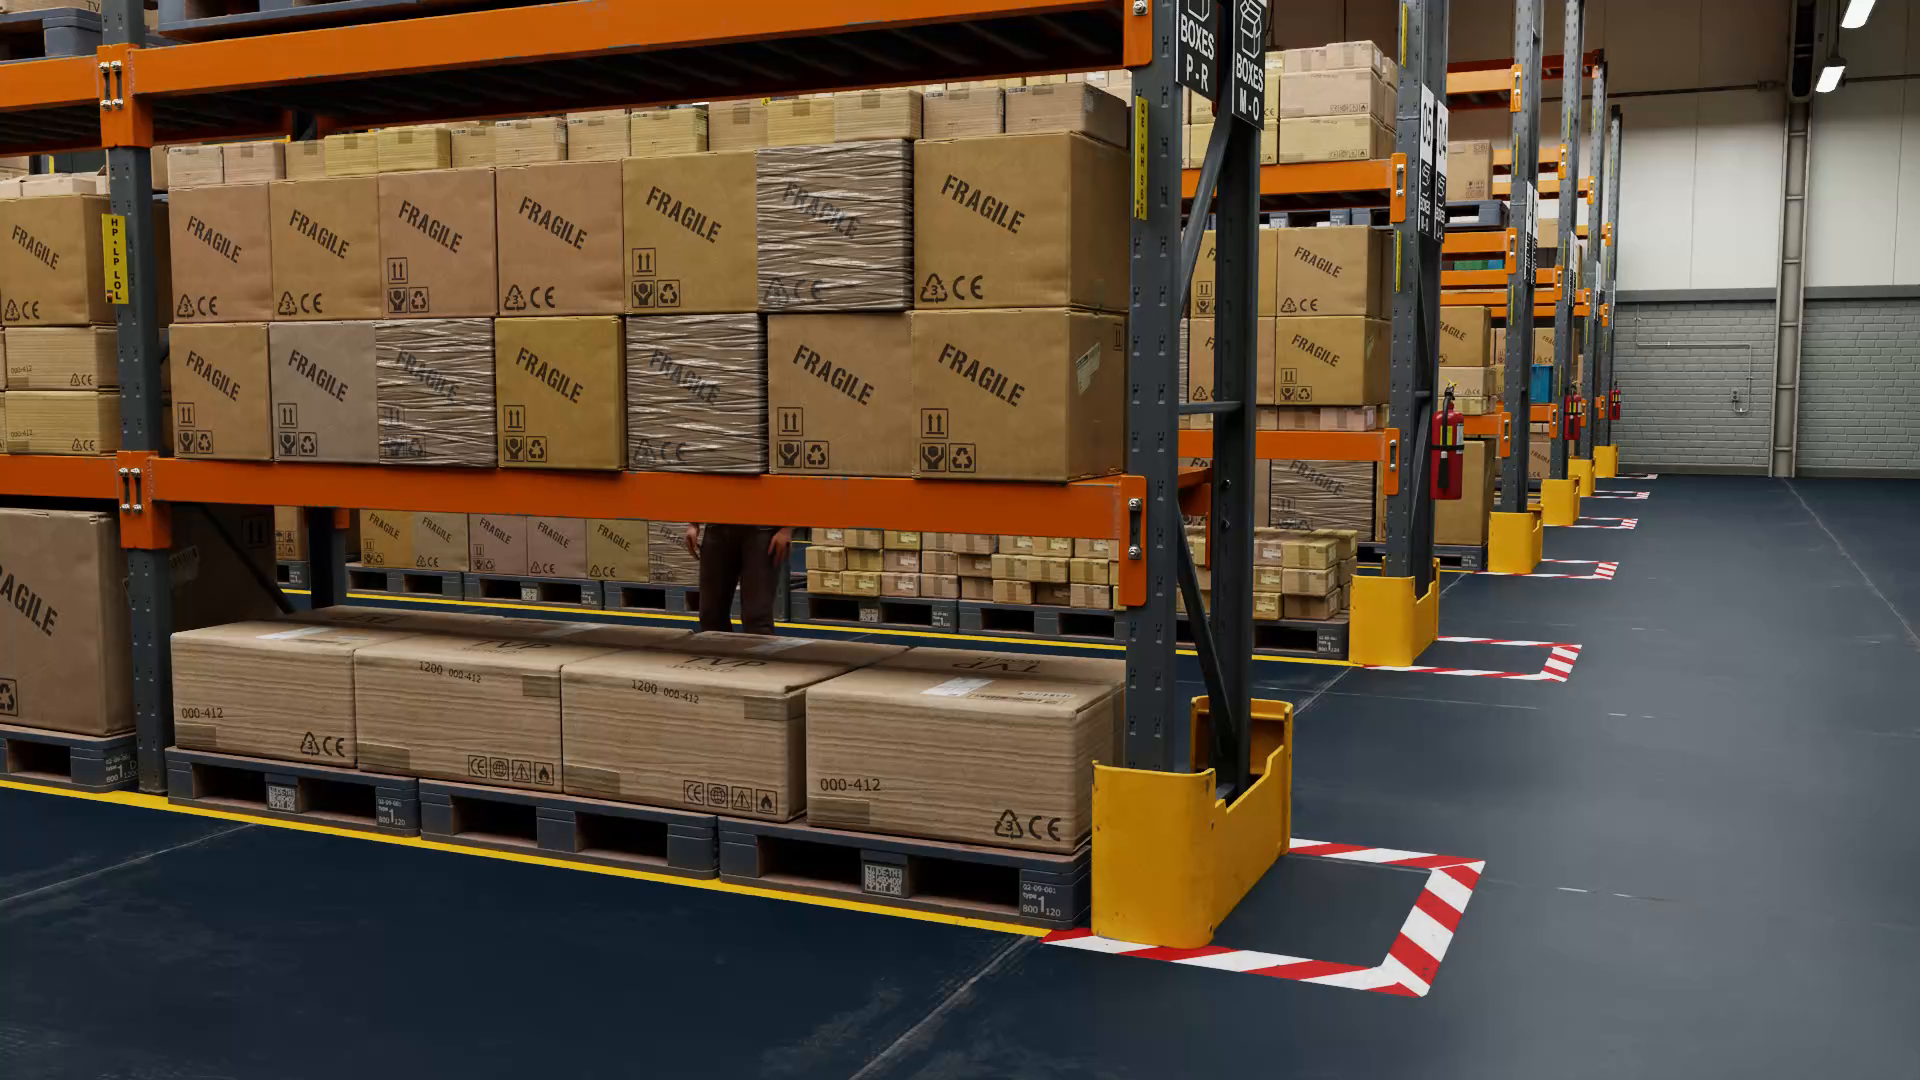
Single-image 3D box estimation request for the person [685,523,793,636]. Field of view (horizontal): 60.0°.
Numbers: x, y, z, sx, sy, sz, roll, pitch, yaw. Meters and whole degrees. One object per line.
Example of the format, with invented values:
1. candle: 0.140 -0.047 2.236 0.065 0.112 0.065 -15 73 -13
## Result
1. person: -1.039 0.025 7.922 0.581 1.618 0.461 2 6 23
